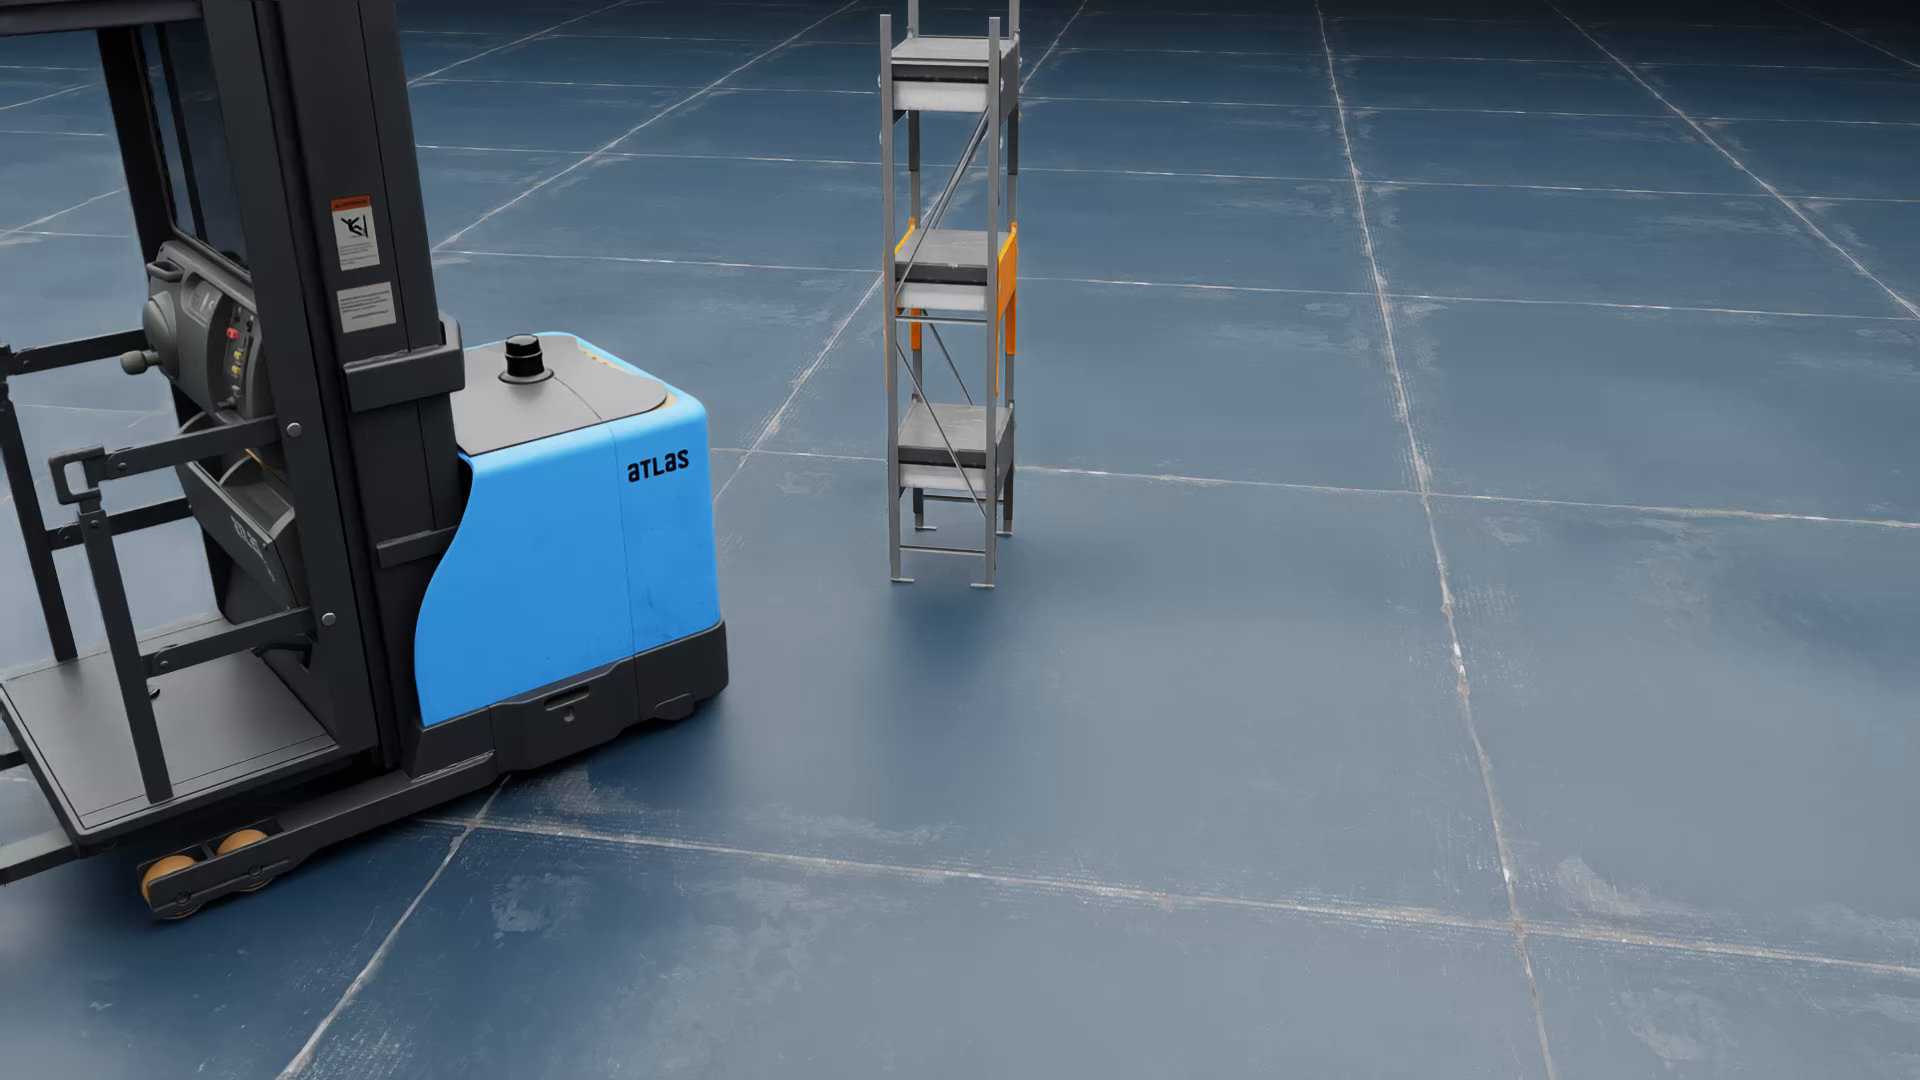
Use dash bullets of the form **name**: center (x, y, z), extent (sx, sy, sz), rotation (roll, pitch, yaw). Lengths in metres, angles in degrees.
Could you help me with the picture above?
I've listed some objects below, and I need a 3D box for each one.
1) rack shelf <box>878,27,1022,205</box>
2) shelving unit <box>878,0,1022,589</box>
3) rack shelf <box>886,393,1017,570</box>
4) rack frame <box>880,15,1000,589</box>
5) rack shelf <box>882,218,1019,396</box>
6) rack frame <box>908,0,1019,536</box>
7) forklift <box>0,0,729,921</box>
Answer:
- **rack shelf**: center (-0.027, -1.503, 5.866), extent (0.431, 0.518, 0.480), rotation (4, 25, 9)
- **shelving unit**: center (-0.027, -0.882, 6.157), extent (0.431, 2.100, 0.503), rotation (4, 25, 9)
- **rack shelf**: center (-0.027, -0.235, 6.459), extent (0.431, 0.518, 0.480), rotation (4, 25, 9)
- **rack frame**: center (-0.067, -0.780, 5.939), extent (0.400, 2.100, 0.015), rotation (4, 25, 9)
- **rack shelf**: center (-0.027, -0.869, 6.163), extent (0.431, 0.518, 0.480), rotation (4, 25, 9)
- **rack frame**: center (0.013, -0.984, 6.375), extent (0.400, 2.100, 0.015), rotation (4, 25, 9)
- **forklift**: center (-2.236, -0.546, 4.460), extent (3.031, 2.935, 1.130), rotation (-19, 31, -35)
